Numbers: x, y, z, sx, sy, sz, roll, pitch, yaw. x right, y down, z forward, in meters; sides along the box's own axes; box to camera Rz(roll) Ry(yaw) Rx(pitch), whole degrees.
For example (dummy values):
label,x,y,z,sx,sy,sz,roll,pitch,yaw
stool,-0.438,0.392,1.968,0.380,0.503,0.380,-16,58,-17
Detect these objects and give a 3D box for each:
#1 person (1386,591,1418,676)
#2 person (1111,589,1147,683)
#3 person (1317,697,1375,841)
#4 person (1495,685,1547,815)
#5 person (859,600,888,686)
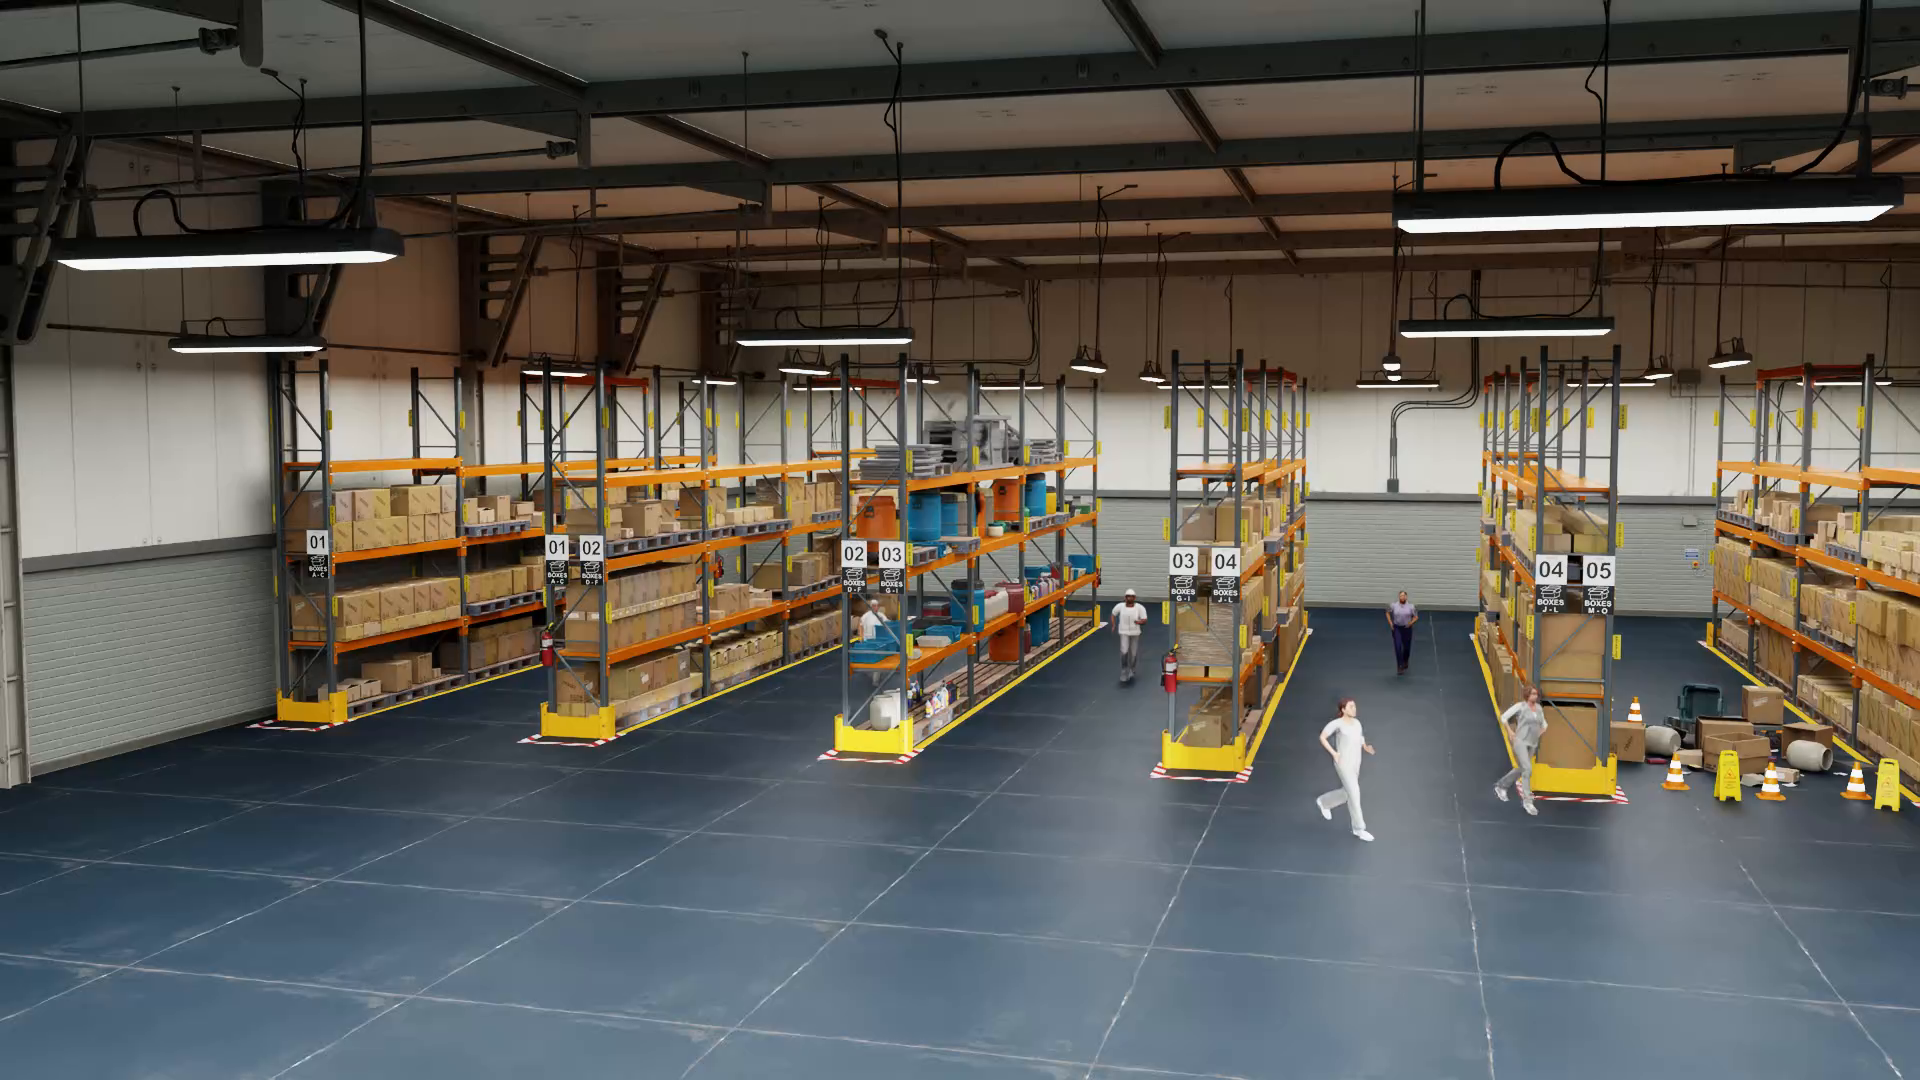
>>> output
label,x,y,z,sx,sy,sz,roll,pitch,yaw
person,8.763,1.823,32.977,0.611,1.652,0.755,1,4,11
person,3.243,1.835,31.863,0.671,1.801,0.728,0,4,1
person,4.657,2.727,20.126,0.568,1.674,0.924,-3,5,-36
person,7.291,2.666,21.477,0.628,1.597,0.778,-2,5,-28
person,-1.629,1.939,31.435,0.608,1.623,0.549,0,4,2
